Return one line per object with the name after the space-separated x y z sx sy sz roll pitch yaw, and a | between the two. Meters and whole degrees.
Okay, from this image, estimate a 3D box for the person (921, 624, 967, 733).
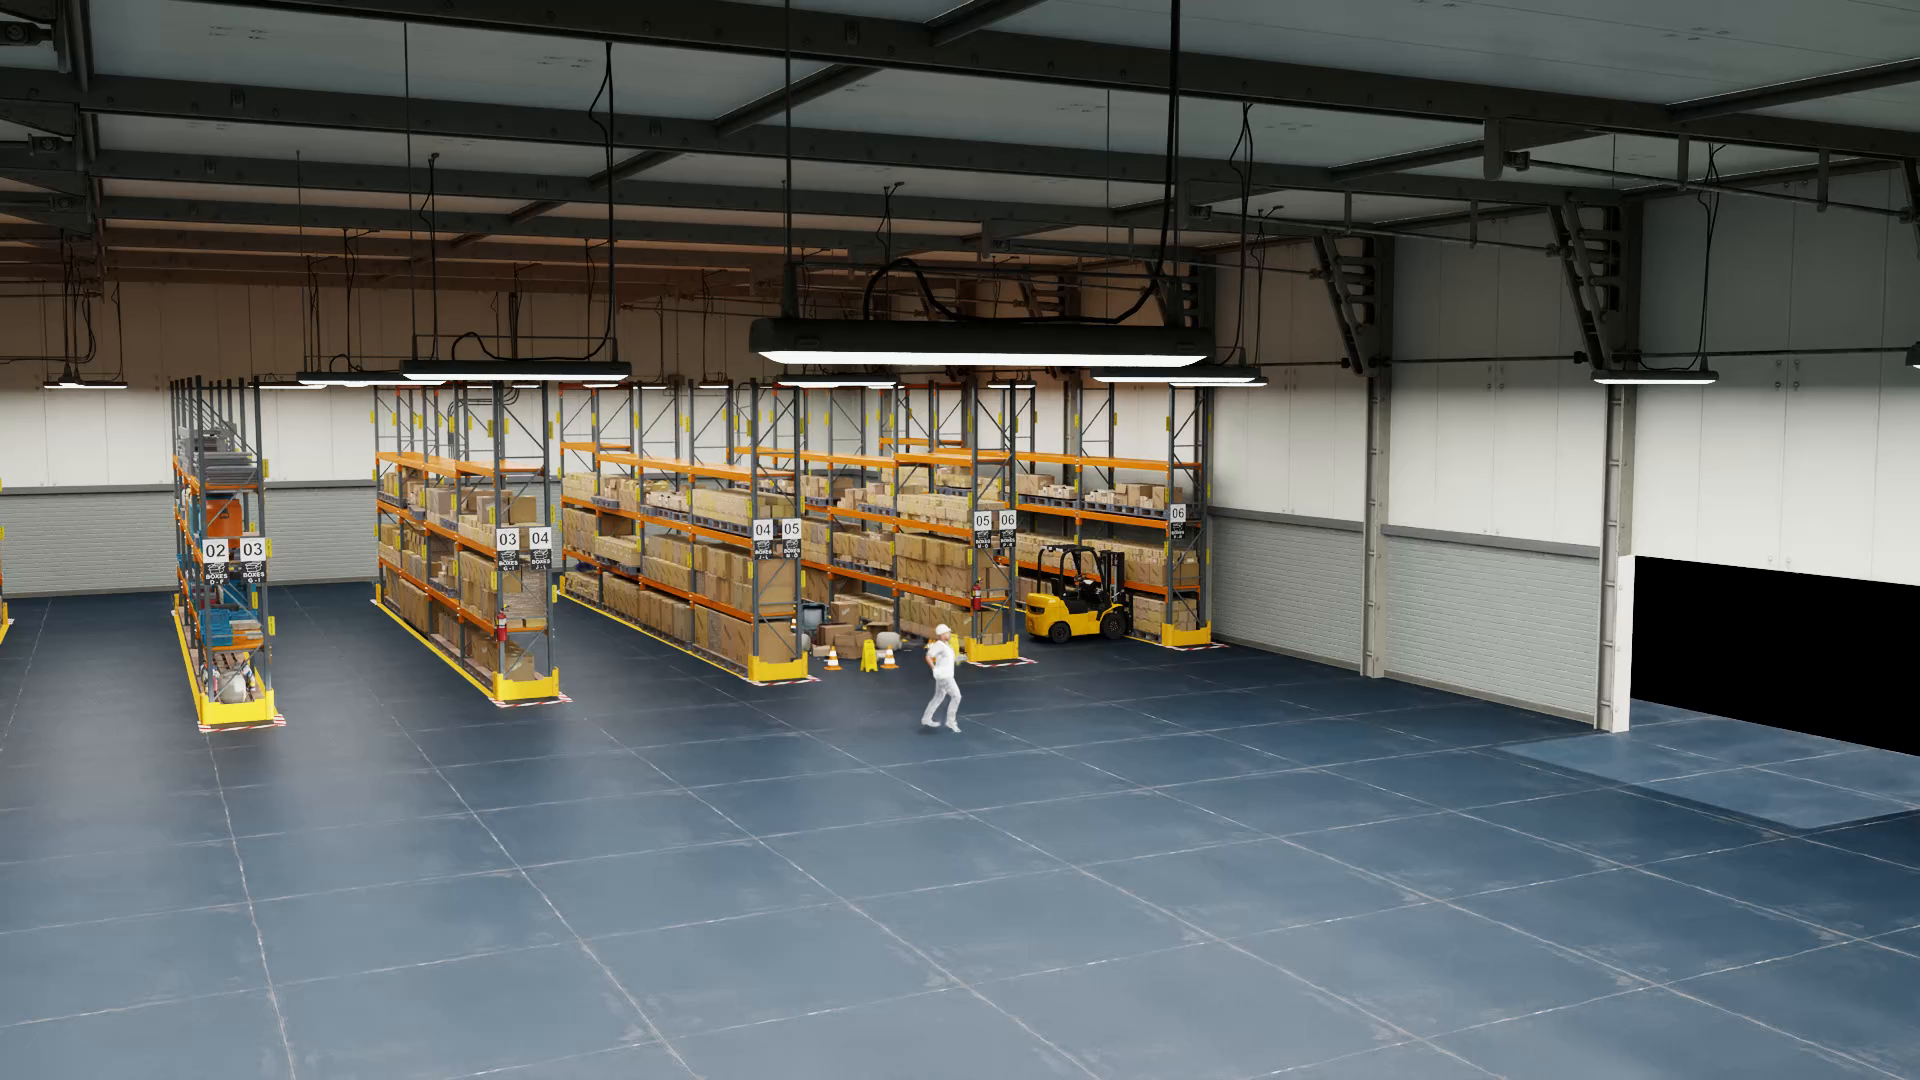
-0.269 2.342 28.041 0.775 1.844 0.658 0 5 0 | person

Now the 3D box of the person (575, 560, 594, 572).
-10.965 0.585 48.677 0.852 1.685 0.608 -2 6 -24 | person
